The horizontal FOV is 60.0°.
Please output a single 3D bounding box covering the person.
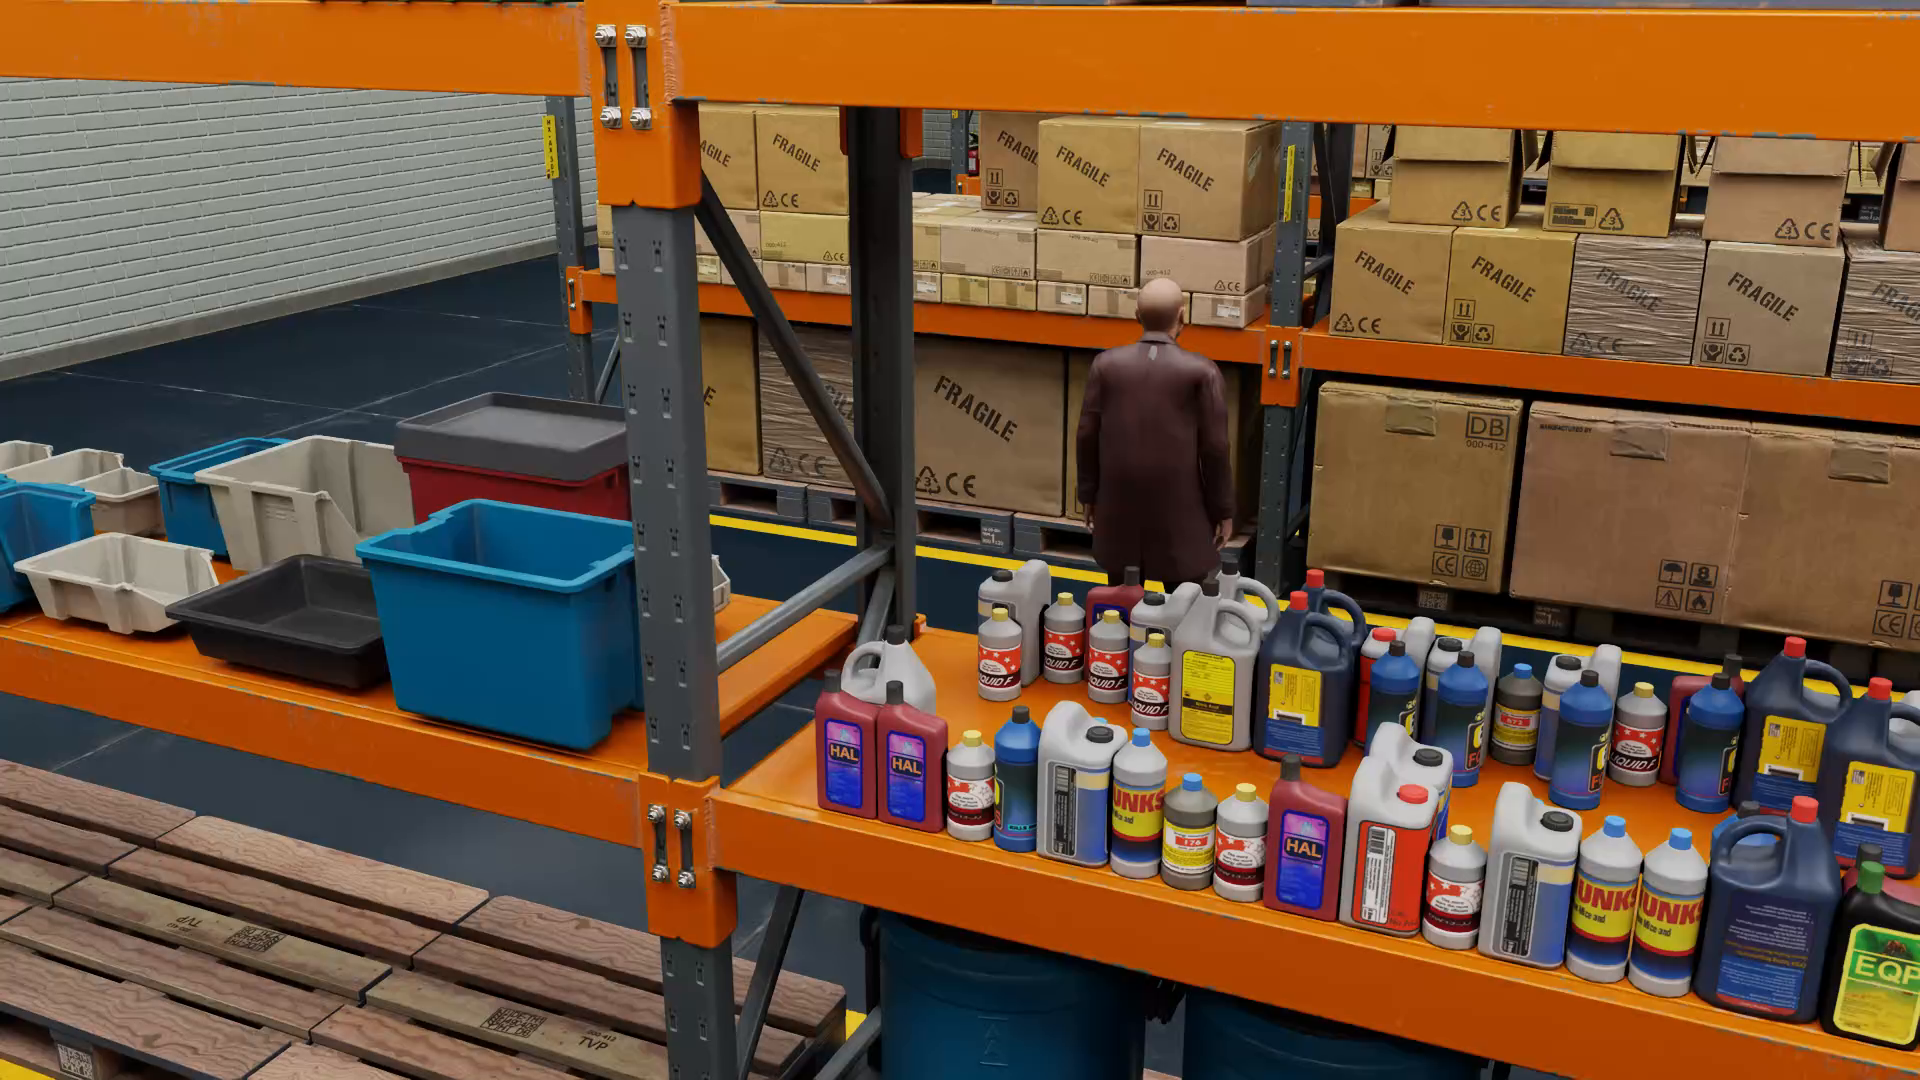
[{"bbox_3d":[0.756,-0.032,6.473,0.641,1.585,0.428,8,20,23],"label":"person"}]
